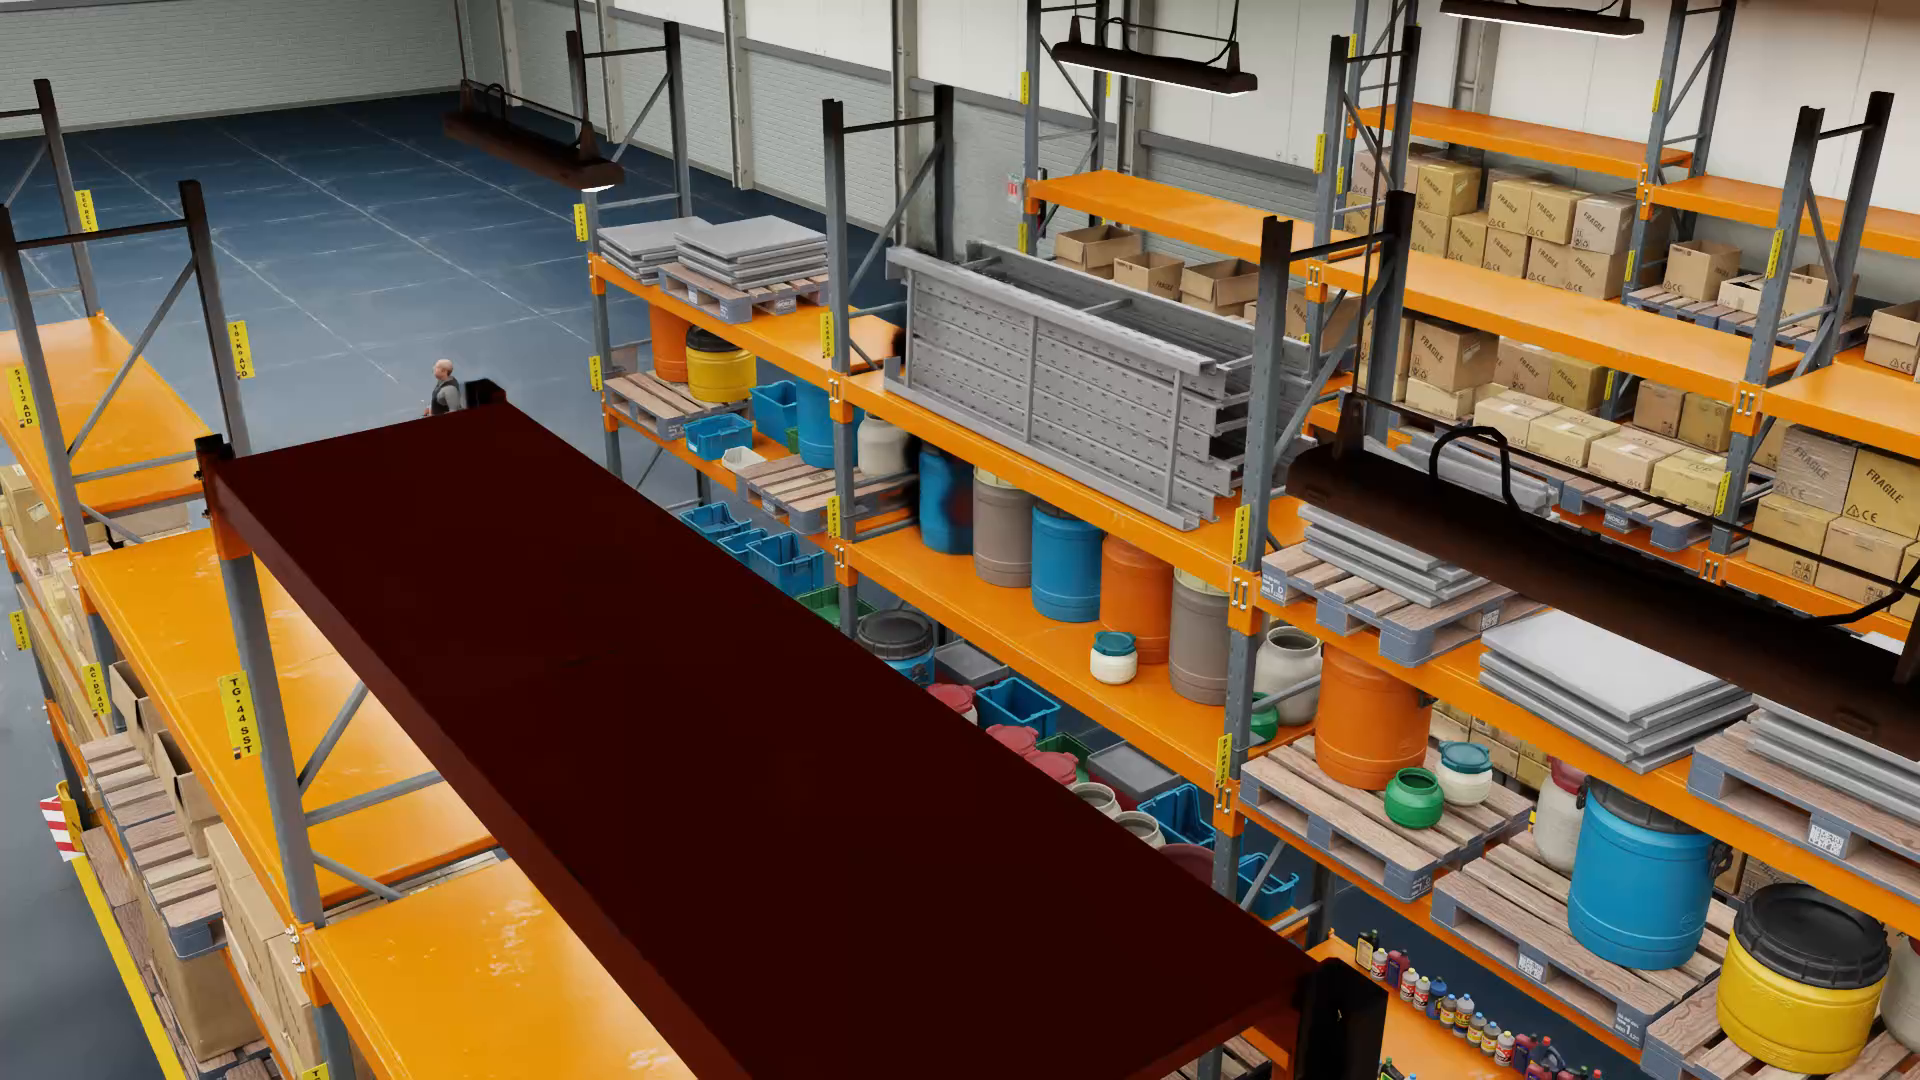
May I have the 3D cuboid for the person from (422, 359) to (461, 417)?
[{"bbox_3d":[-6.138,-1.362,19.938,0.571,1.672,0.657,-6,26,-13],"label":"person"}]
